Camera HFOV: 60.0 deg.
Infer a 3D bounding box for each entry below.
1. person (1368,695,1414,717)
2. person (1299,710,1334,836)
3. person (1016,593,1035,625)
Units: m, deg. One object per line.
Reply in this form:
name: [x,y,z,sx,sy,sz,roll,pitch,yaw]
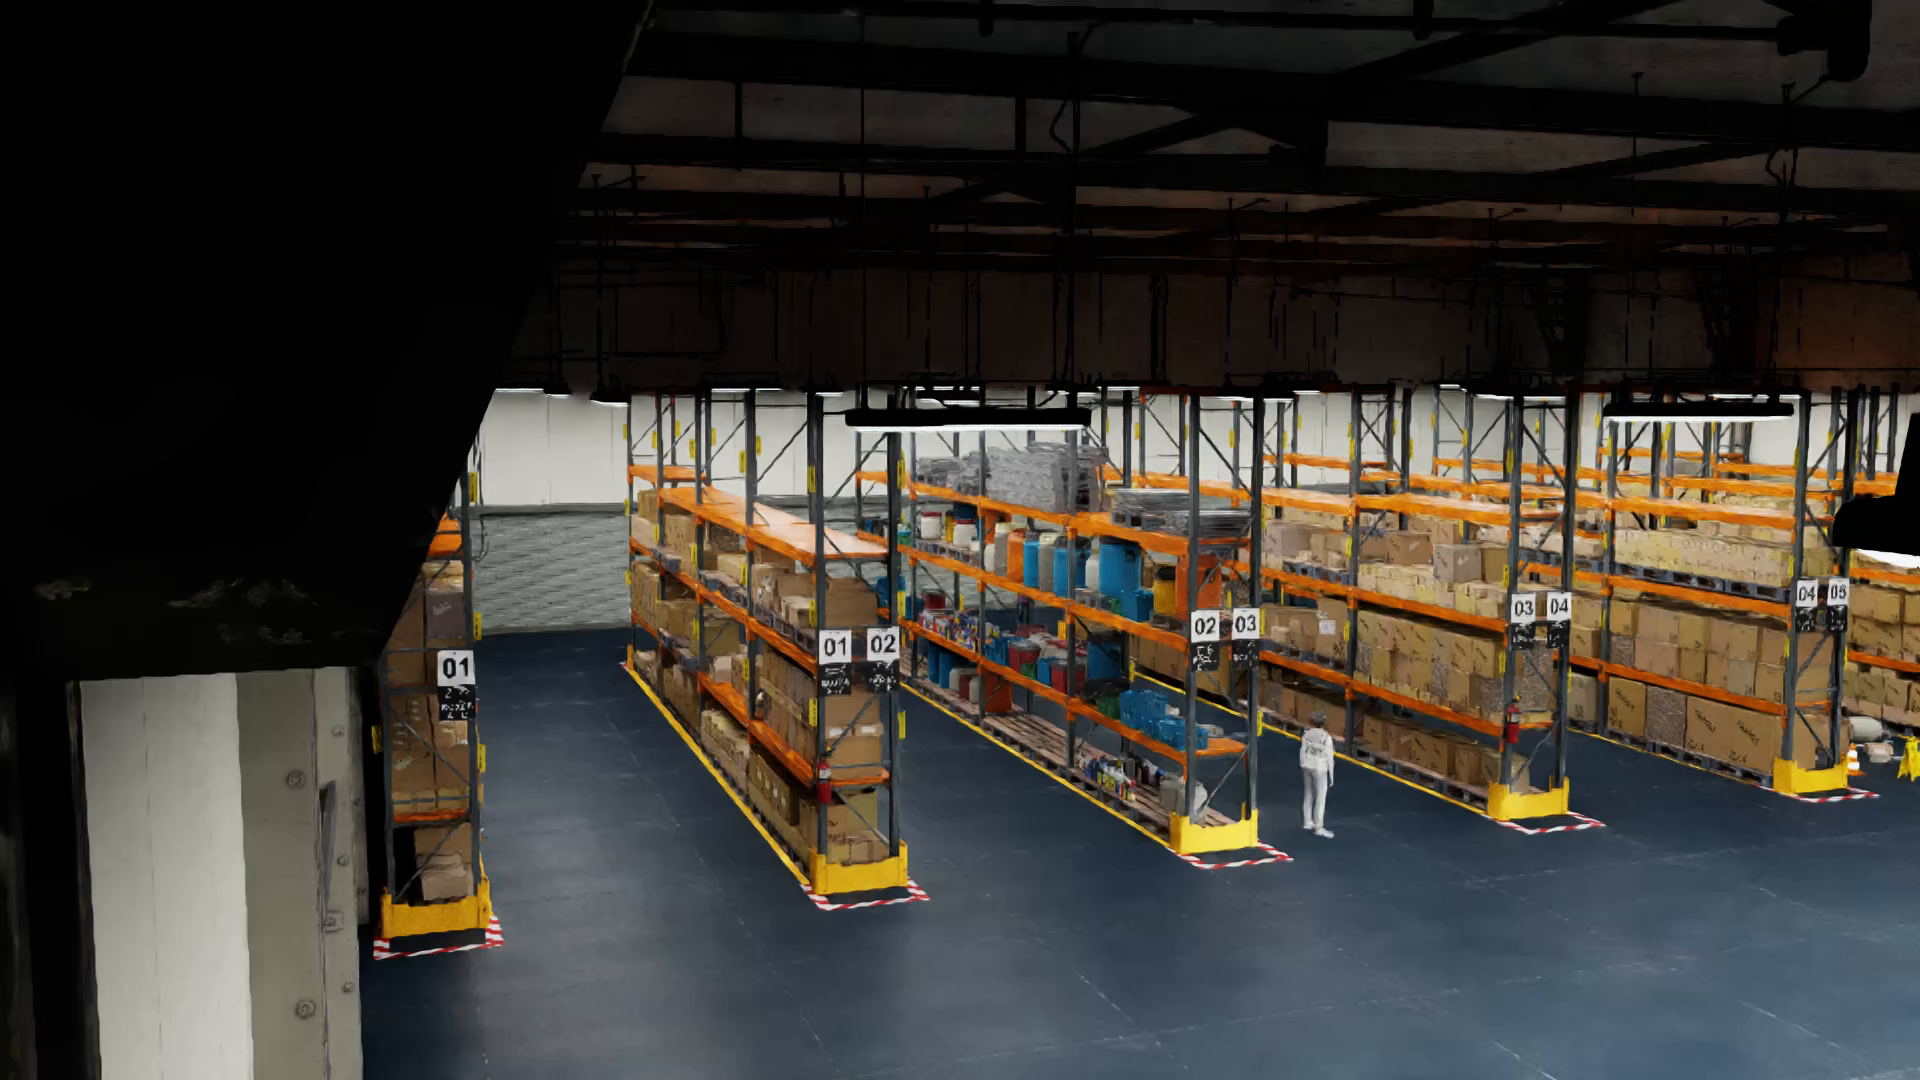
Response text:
person: [7.820,2.373,30.327,0.543,1.648,1.115,-2,6,-16]
person: [4.871,3.149,22.625,0.553,1.684,0.433,6,8,44]
person: [1.574,1.448,39.855,0.461,1.531,0.867,0,6,3]
